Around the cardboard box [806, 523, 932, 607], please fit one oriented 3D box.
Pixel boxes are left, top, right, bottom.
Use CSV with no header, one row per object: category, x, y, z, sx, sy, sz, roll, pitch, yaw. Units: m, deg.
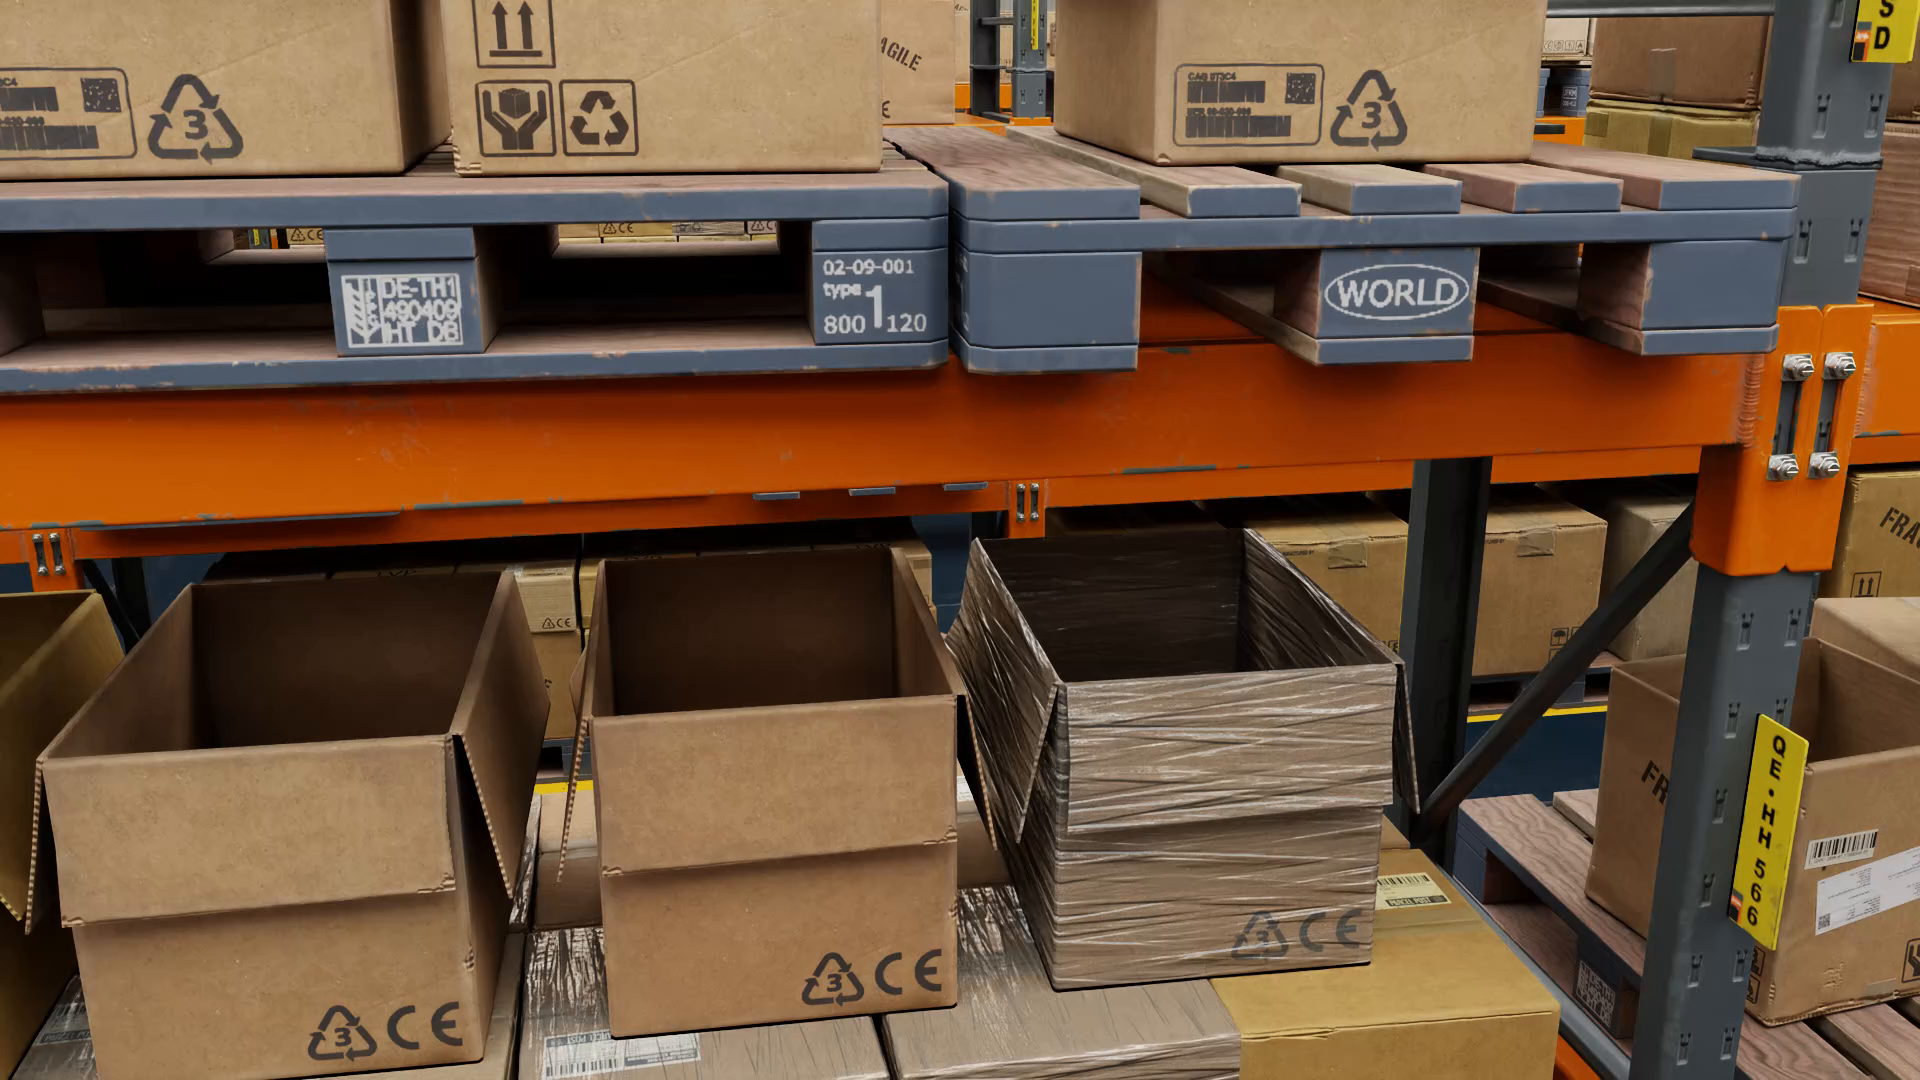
cardboard box,-0.421,0.125,7.560,0.500,0.250,0.500,-4,17,-12

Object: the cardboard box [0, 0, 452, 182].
cardboard box,-0.959,-0.753,2.154,0.637,0.503,0.797,-3,17,-11

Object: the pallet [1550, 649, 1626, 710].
pallet,3.385,0.551,8.659,1.213,0.211,1.003,-3,17,-10

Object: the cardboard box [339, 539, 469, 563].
cardboard box,-2.536,0.095,7.658,0.500,0.250,0.500,-2,17,-8

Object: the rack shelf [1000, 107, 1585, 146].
rack shelf,2.165,-1.826,7.763,4.000,0.370,1.077,-3,17,-10

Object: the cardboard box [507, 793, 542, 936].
cardboard box,-0.986,0.798,2.933,0.500,0.500,0.500,-3,17,-10

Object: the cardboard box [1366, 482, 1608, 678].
cardboard box,2.588,0.141,8.361,0.750,0.750,1.050,-3,17,-10

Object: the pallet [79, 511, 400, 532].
pallet,-2.949,-0.310,7.040,1.213,0.211,1.003,-3,17,-10

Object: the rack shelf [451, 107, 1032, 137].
rack shelf,-1.763,-1.603,7.038,4.000,0.370,1.077,-3,17,-10

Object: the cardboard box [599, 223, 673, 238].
cardboard box,-2.287,-2.410,11.677,0.500,0.500,0.500,-3,17,-10

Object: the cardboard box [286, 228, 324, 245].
cardboard box,-4.278,-2.290,11.286,0.500,0.500,0.500,-3,17,-10

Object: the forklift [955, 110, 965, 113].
forklift,-0.523,-2.813,14.979,3.031,2.935,1.130,-4,18,-14

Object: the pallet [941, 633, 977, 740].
pallet,-0.567,0.752,8.004,1.213,0.211,1.003,-3,17,-10

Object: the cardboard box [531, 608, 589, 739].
cardboard box,-1.920,0.565,7.405,0.500,0.500,0.500,-3,17,-9

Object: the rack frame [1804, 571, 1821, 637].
rack frame,4.128,-0.847,8.460,0.127,3.000,1.000,-3,17,-10

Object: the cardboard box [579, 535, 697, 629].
cardboard box,-1.417,0.180,7.381,0.500,0.250,0.500,-3,17,-9

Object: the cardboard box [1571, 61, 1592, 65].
cardboard box,4.725,-3.575,12.662,0.250,0.149,0.380,-4,17,-12

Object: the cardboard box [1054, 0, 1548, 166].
cardboard box,0.457,-0.818,2.366,0.637,0.503,0.797,-2,17,-7

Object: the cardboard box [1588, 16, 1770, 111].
cardboard box,1.464,-1.008,2.854,0.500,0.500,0.500,-3,17,-9

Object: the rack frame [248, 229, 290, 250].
rack frame,-4.765,-1.823,11.637,0.127,3.000,1.000,-3,17,-10

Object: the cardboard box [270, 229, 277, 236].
cardboard box,-6.477,-3.001,15.900,0.250,0.149,0.380,-3,17,-9

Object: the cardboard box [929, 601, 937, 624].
cardboard box,-0.396,0.482,7.676,0.500,0.500,0.500,-3,17,-11

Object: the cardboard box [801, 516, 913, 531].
cardboard box,-0.522,-0.020,8.032,0.500,0.250,0.500,-4,18,-13

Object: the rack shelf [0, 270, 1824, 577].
rack shelf,-0.921,-0.167,2.364,4.000,0.370,1.077,-3,17,-10

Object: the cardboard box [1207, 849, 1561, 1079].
cardboard box,0.605,0.862,2.725,0.500,0.500,0.500,-3,17,-9

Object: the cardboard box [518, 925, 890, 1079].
cardboard box,-0.395,0.918,2.543,0.500,0.500,0.500,-4,17,-12

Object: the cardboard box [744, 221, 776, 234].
cardboard box,-1.295,-2.467,11.862,0.500,0.500,0.500,-4,17,-12

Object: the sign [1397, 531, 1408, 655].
sign,0.930,0.140,3.411,0.005,0.325,0.100,-3,17,-10

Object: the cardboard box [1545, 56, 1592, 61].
cardboard box,4.573,-3.774,12.630,0.500,0.250,0.500,-3,17,-10

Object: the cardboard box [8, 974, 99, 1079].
cardboard box,-1.401,0.977,2.352,0.500,0.500,0.500,-4,17,-12

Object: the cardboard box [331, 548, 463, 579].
cardboard box,-2.429,0.239,7.190,0.500,0.250,0.500,-3,17,-9

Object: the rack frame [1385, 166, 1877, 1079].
rack frame,1.043,0.811,3.061,0.127,3.000,1.000,-3,17,-10

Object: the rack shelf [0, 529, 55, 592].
rack shelf,-5.690,0.054,6.753,4.000,0.370,1.077,-3,17,-10

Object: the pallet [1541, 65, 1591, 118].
pallet,3.237,-2.124,7.836,1.217,0.209,0.805,-4,18,-13

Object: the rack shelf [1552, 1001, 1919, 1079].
rack shelf,3.006,1.044,3.530,4.000,0.370,1.077,-3,17,-10

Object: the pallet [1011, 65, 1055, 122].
pallet,0.823,-2.019,7.489,1.003,0.211,1.213,-2,17,-8

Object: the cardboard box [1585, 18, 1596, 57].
cardboard box,2.958,-2.325,7.535,0.500,0.250,0.500,-3,17,-11

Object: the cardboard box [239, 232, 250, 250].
cardboard box,-5.275,-1.920,11.783,0.500,0.500,0.500,-3,17,-9

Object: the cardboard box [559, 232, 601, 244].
cardboard box,-2.776,-2.020,11.682,0.500,0.250,0.500,-4,17,-12

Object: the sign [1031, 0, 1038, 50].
sign,0.302,-2.149,6.709,0.005,0.325,0.100,-3,17,-10

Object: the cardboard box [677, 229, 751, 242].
cardboard box,-1.767,-2.083,11.888,0.500,0.250,0.500,-4,17,-12

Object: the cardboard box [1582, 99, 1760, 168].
cardboard box,1.463,-0.648,2.959,0.500,0.250,0.500,-3,17,-10

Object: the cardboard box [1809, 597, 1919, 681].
cardboard box,2.094,0.461,3.316,0.500,0.500,0.700,-1,17,-2

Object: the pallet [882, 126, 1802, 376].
pallet,0.420,-0.481,2.482,1.003,0.211,1.213,-2,17,-8

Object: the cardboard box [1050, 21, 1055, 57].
cardboard box,0.559,-2.159,7.166,0.250,0.149,0.380,-4,18,-13

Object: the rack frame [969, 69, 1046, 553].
rack frame,0.201,-0.624,7.735,0.127,3.000,1.000,-3,17,-10

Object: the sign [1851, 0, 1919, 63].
sign,1.140,-0.747,2.011,0.005,0.325,0.100,-3,17,-10

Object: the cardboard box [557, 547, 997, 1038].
cardboard box,-0.319,0.356,2.666,0.637,0.503,0.797,-3,17,-9

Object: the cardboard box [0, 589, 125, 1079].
cardboard box,-1.583,0.434,2.411,0.637,0.503,0.797,-3,17,-10

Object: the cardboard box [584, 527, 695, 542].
cardboard box,-1.508,0.032,7.863,0.500,0.250,0.500,-3,17,-10

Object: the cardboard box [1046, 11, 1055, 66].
cardboard box,0.655,-3.622,12.210,0.637,0.503,0.797,-3,17,-10

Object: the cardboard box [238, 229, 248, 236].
cardboard box,-5.278,-2.392,11.617,0.500,0.500,0.500,-3,17,-10

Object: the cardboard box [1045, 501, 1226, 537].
cardboard box,0.816,0.243,8.030,0.750,0.750,1.050,-3,17,-11

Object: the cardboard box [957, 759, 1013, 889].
cardboard box,0.008,0.742,3.118,0.500,0.500,0.500,-4,17,-12

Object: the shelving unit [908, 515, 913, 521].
shelving unit,0.007,-0.717,10.593,0.755,1.500,0.431,-3,17,-10
